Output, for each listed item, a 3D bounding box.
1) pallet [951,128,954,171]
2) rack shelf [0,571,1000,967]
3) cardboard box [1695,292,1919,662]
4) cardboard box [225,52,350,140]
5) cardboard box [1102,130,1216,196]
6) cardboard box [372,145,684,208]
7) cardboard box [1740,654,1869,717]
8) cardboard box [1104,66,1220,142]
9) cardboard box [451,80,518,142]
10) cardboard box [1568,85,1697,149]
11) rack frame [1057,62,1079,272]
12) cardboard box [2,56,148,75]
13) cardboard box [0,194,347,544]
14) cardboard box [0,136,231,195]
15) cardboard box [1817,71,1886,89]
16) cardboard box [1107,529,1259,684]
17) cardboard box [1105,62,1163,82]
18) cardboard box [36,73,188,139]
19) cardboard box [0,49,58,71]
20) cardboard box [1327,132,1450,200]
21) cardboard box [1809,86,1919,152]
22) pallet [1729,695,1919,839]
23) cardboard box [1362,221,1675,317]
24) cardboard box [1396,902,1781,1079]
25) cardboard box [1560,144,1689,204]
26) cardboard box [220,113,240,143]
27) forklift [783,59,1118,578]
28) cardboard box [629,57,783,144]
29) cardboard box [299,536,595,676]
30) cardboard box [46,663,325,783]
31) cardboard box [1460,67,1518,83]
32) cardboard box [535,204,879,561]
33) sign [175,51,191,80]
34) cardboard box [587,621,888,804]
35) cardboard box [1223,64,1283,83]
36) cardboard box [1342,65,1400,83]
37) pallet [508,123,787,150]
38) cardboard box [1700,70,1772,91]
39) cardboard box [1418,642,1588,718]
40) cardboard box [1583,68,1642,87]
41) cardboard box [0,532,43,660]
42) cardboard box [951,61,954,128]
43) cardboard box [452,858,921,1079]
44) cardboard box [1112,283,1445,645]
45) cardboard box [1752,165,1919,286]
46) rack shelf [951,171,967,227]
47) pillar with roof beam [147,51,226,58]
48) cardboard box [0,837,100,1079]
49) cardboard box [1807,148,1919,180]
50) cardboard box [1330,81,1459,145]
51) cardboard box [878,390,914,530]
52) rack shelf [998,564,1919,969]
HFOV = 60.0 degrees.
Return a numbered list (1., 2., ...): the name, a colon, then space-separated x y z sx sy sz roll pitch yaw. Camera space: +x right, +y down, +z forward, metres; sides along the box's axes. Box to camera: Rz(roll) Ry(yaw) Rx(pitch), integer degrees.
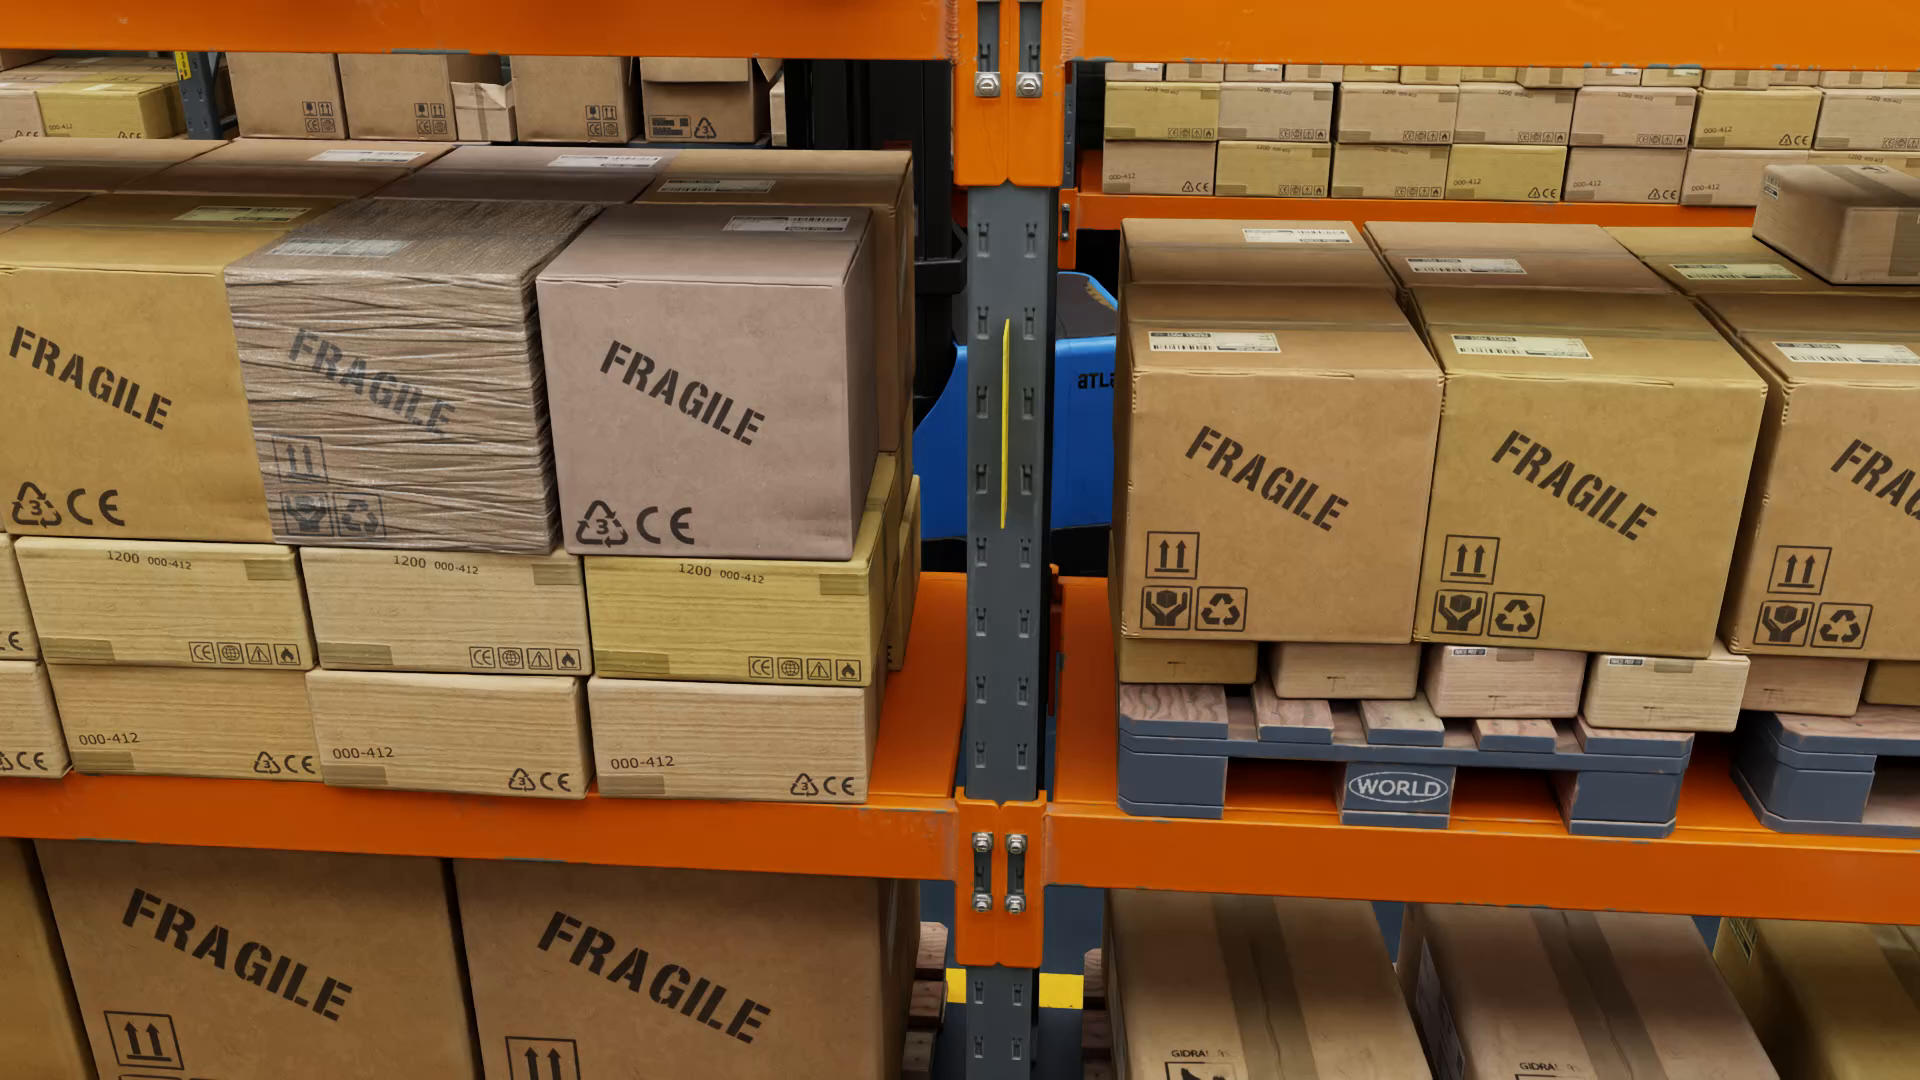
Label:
1. pallet: -0.193 -1.865 7.943 1.003 0.211 1.213 2 25 4
2. rack shelf: -1.882 0.372 3.713 4.000 0.370 1.077 2 25 4
3. cardboard box: 1.593 -0.123 2.951 0.500 0.500 0.500 2 25 5
4. cardboard box: -3.035 -2.215 7.853 0.500 0.500 0.700 2 25 5
5. cardboard box: 0.912 -1.775 7.699 0.500 0.250 0.500 2 25 4
6. cardboard box: -0.856 -0.520 3.475 0.500 0.500 0.500 2 25 4
7. cardboard box: 1.490 0.164 3.103 0.250 0.149 0.380 3 25 7
8. cardboard box: 0.910 -1.992 7.572 0.500 0.250 0.500 2 25 4
9. cardboard box: -2.144 -2.013 7.694 0.258 0.266 0.396 3 25 7
10. cardboard box: 2.945 -1.932 7.441 0.500 0.250 0.500 2 25 5
11. rack frame: 0.488 -1.959 7.920 0.127 3.000 1.000 2 25 4
12. cardboard box: -4.474 -2.296 8.475 0.500 0.250 0.500 2 25 4
13. cardboard box: -1.430 -0.329 3.061 0.500 0.500 0.500 2 25 4
14. cardboard box: -1.874 -0.560 3.563 0.500 0.500 0.500 2 25 5
15. cardboard box: 3.860 -2.091 7.309 0.250 0.149 0.380 1 25 3
16. cardboard box: 0.422 0.121 3.197 0.250 0.149 0.380 0 25 1
17. cardboard box: 0.784 -2.167 7.474 0.250 0.149 0.380 3 25 6
18. cardboard box: -4.026 -2.069 7.982 0.500 0.250 0.500 2 25 5
19. cardboard box: -4.964 -2.654 8.355 0.500 0.500 0.500 1 25 3
20. cardboard box: 1.927 -1.743 7.630 0.500 0.250 0.500 1 25 2
21. cardboard box: 3.968 -1.900 7.371 0.500 0.250 0.500 1 25 3
22. pallet: 2.089 0.243 3.363 1.213 0.211 1.003 2 25 4
23. cardboard box: 1.103 -0.351 3.447 0.500 0.500 0.500 1 25 3
24. cardboard box: 1.411 1.155 3.793 0.625 0.372 0.950 1 25 3
25. cardboard box: 2.960 -1.713 7.563 0.500 0.250 0.500 2 25 4
26. cardboard box: -3.814 -2.098 8.522 0.250 0.149 0.380 2 25 4
27. forklift: -0.803 -1.217 6.389 3.031 2.935 1.130 -5 25 -10
28. cardboard box: -1.153 -2.172 7.756 0.637 0.503 0.797 1 25 3
29. cardboard box: -0.902 0.026 3.186 0.500 0.250 0.500 1 25 3
30. cardboard box: -1.423 0.237 3.326 0.500 0.250 0.500 2 25 3
31. cardboard box: 2.338 -2.162 7.464 0.250 0.149 0.380 2 25 4
32. cardboard box: -0.423 -0.298 2.993 0.500 0.500 0.500 1 25 3
33. sign: -3.534 -2.254 7.525 0.005 0.325 0.100 2 25 4
34. cardboard box: -0.412 0.270 3.255 0.500 0.250 0.500 1 25 2
35. cardboard box: 1.308 -2.161 7.462 0.250 0.149 0.380 3 25 5
36. cardboard box: 1.823 -2.162 7.465 0.250 0.149 0.380 2 25 5
37. pallet: -1.451 -1.933 8.091 1.213 0.211 1.003 2 25 4
38. cardboard box: 3.348 -2.074 7.272 0.250 0.149 0.380 1 25 2
39. cardboard box: 0.971 0.172 3.086 0.250 0.149 0.380 0 25 1
40. cardboard box: 2.843 -2.118 7.370 0.250 0.149 0.380 2 25 4
41. cardboard box: -1.932 0.002 3.239 0.500 0.250 0.500 1 25 2
42. cardboard box: -0.013 -2.277 7.989 0.500 0.500 0.500 3 25 6
43. cardboard box: -0.570 0.827 3.903 0.875 0.875 0.875 2 25 4
44. cardboard box: 0.543 -0.151 3.012 0.500 0.500 0.500 1 25 3
45. cardboard box: 1.765 -0.622 3.259 0.250 0.149 0.380 1 25 1
46. rack shelf: -1.506 -1.697 8.209 4.000 0.370 1.077 2 25 4
47. pillar with roof beam: -4.455 -3.416 3.909 0.400 9.000 9.100 2 25 4
48. cardboard box: -2.351 0.768 4.032 0.875 0.875 0.875 3 25 6
49. cardboard box: 3.954 -1.670 7.471 0.500 0.250 0.500 2 25 5
50. cardboard box: 1.932 -1.962 7.506 0.500 0.250 0.500 1 25 3
51. cardboard box: -0.374 -0.169 3.609 0.500 0.250 0.500 2 25 4
52. rack shelf: 2.106 0.500 3.435 4.000 0.370 1.077 2 25 4
